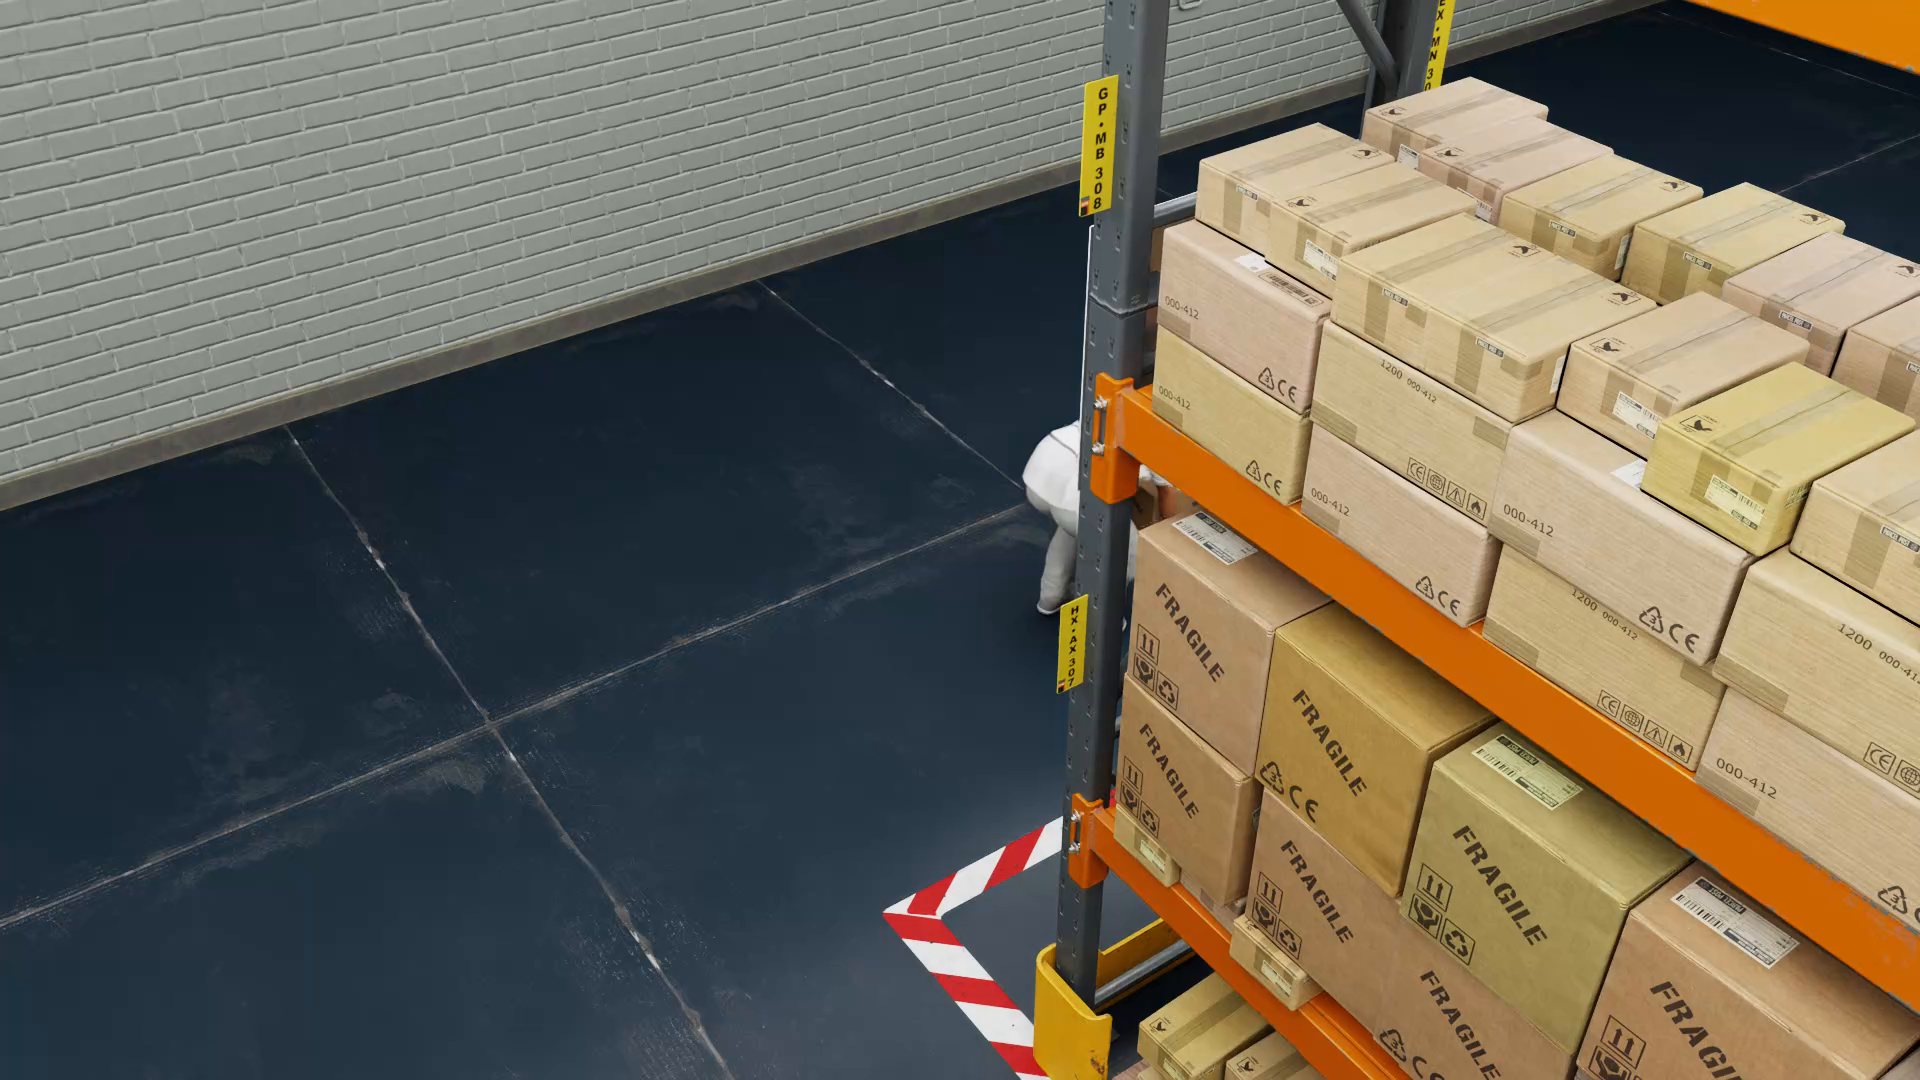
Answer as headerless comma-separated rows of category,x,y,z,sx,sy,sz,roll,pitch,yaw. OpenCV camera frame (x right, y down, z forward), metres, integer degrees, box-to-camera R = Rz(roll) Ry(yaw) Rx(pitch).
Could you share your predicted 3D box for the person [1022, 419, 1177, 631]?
person,0.712,-0.161,7.630,0.916,1.176,0.488,-24,43,-29
